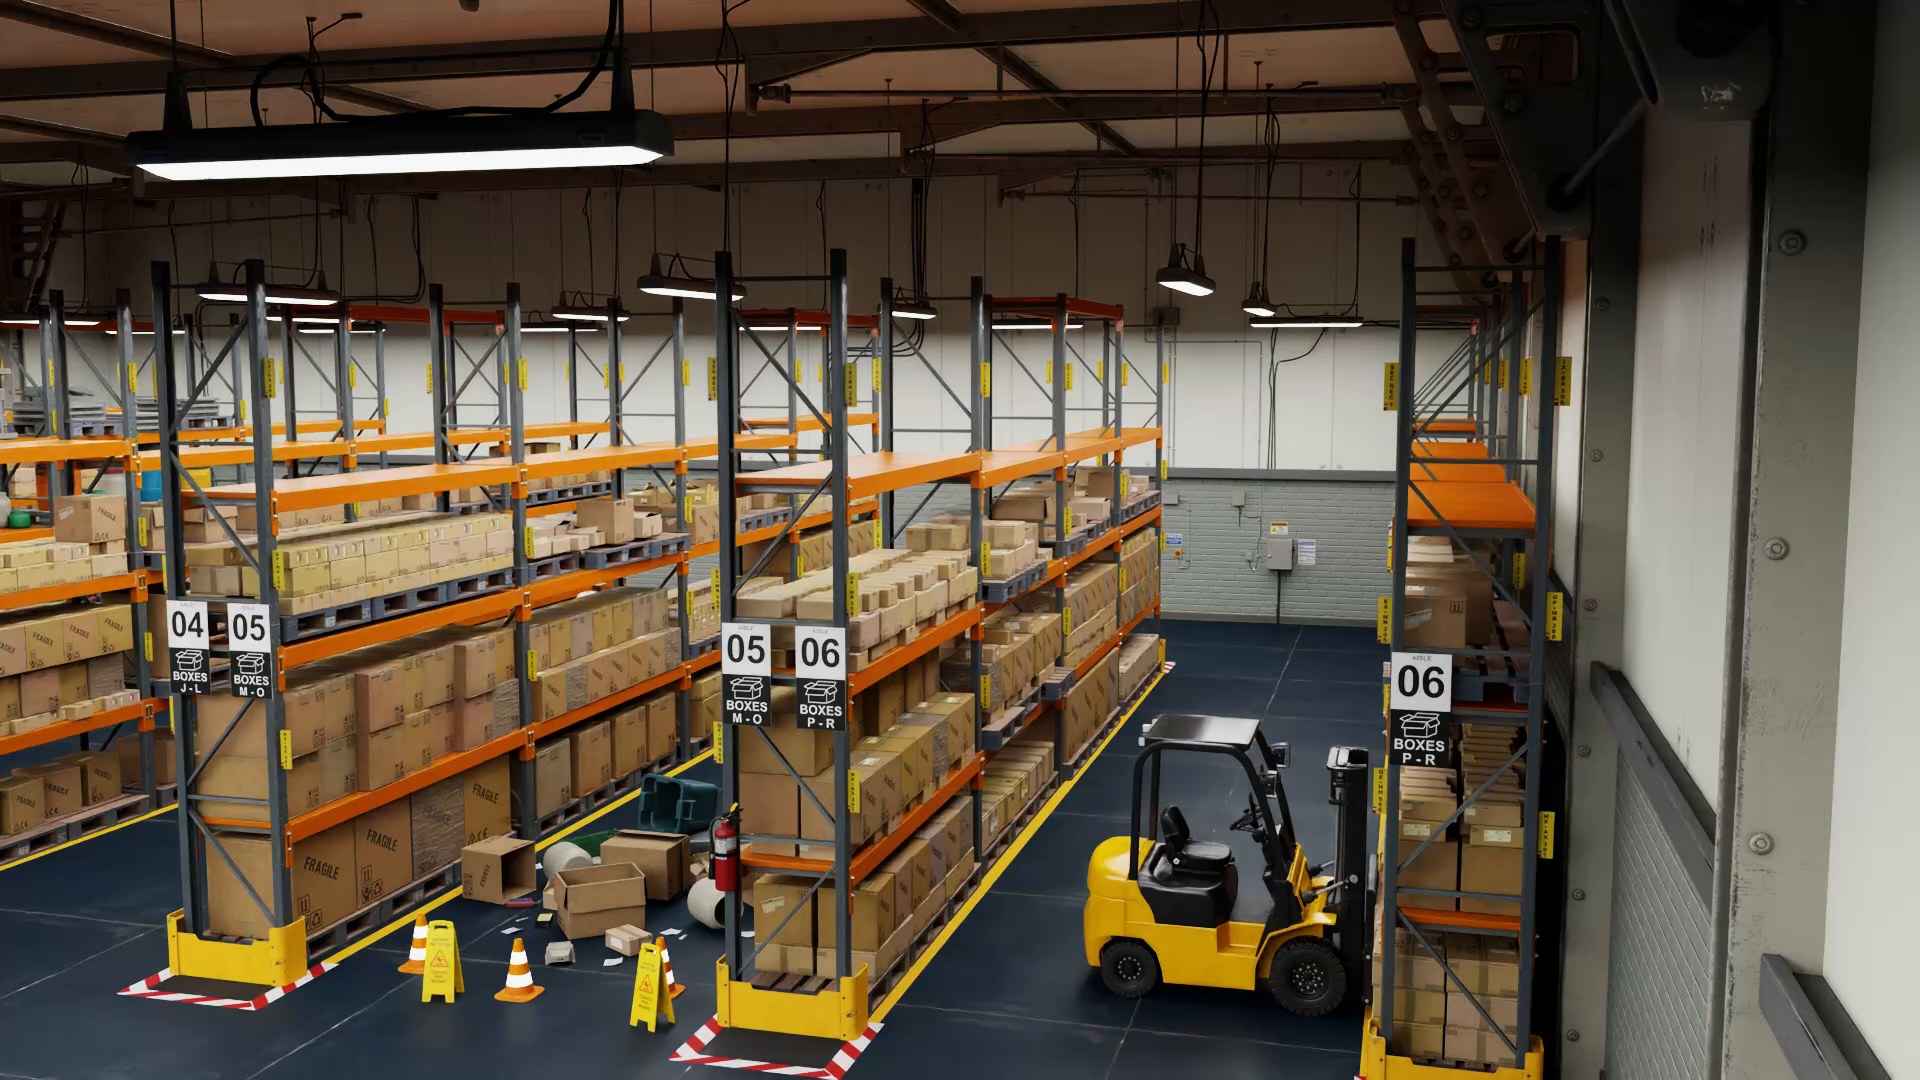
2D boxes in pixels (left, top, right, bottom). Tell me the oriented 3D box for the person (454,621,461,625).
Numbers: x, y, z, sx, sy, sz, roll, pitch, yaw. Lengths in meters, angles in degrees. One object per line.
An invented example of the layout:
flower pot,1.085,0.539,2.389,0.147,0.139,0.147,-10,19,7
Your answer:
person,-7.031,1.860,23.097,0.672,1.709,0.488,5,8,37

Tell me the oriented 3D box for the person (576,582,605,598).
person,-6.022,1.460,26.921,0.629,1.735,0.712,2,6,18
